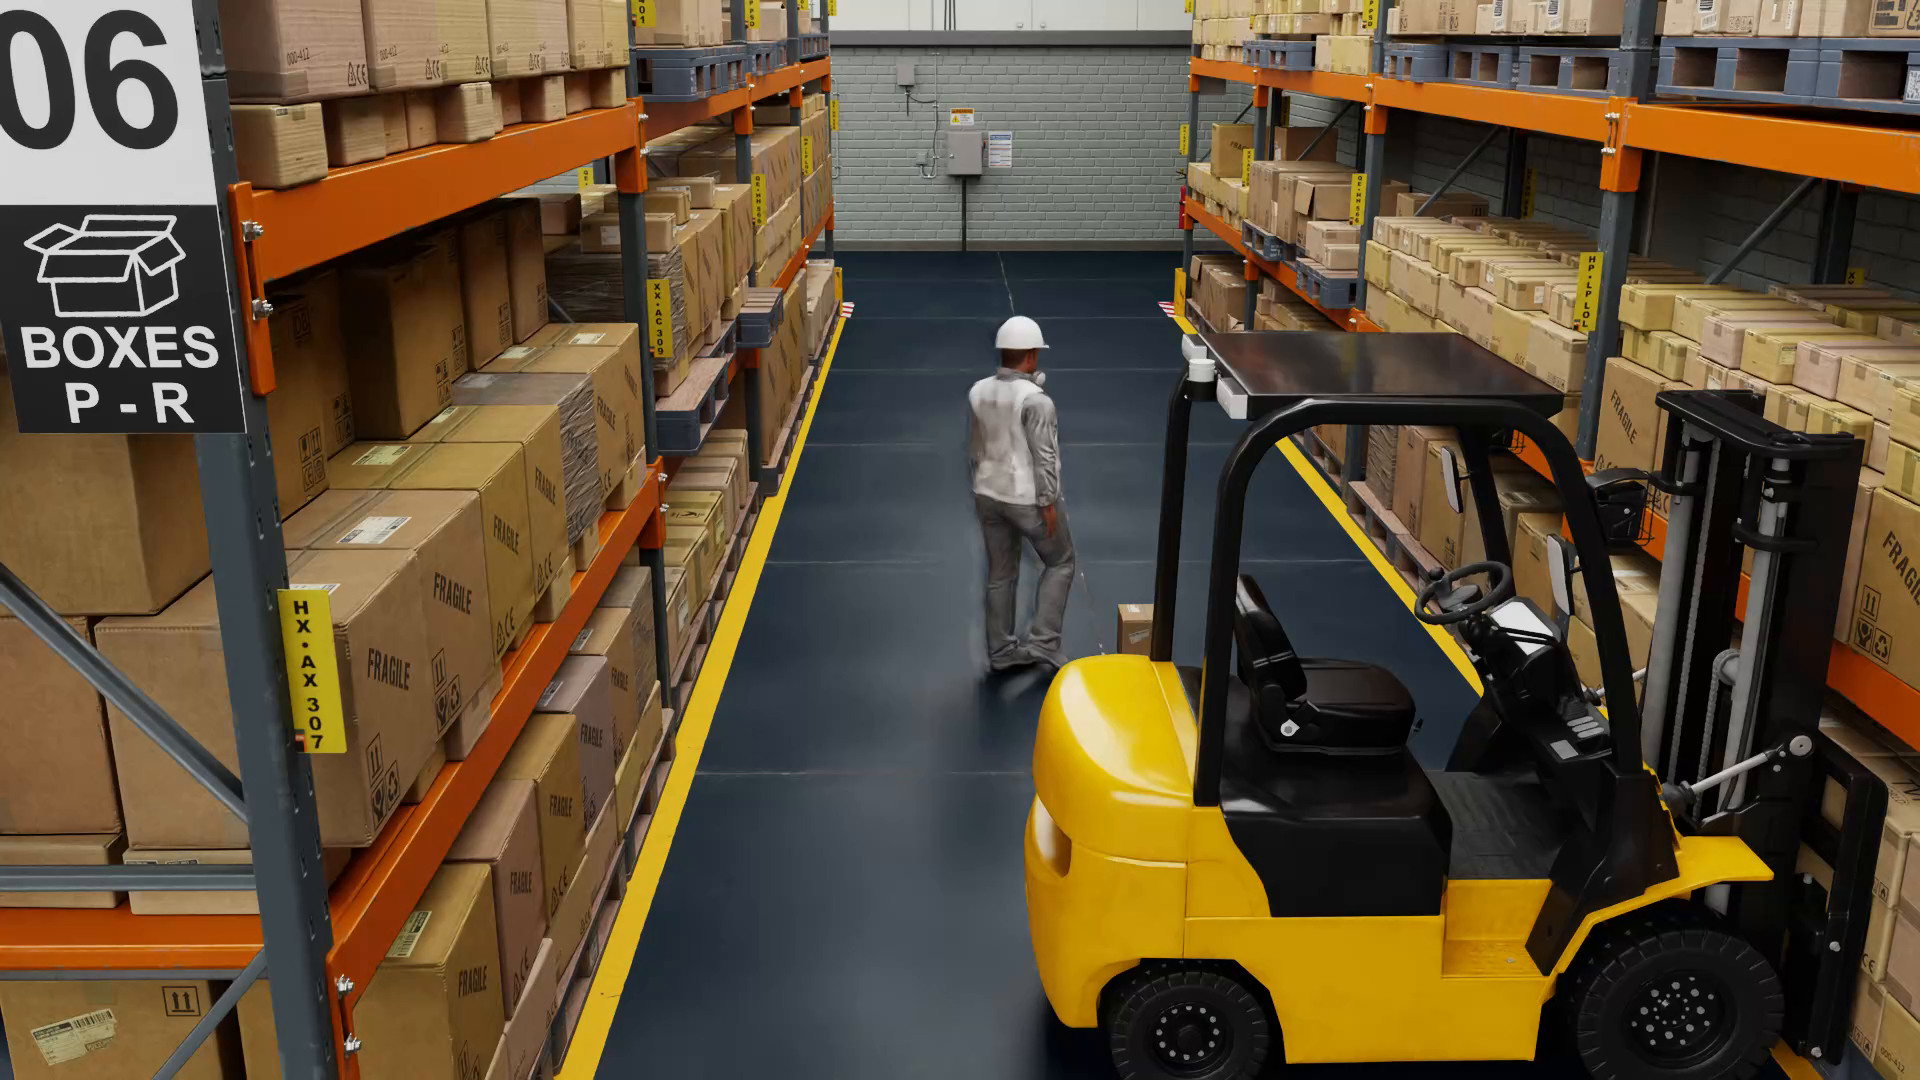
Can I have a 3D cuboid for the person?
[{"bbox_3d":[0.300,-0.204,8.202,0.563,1.811,0.454,14,22,38],"label":"person"}]
